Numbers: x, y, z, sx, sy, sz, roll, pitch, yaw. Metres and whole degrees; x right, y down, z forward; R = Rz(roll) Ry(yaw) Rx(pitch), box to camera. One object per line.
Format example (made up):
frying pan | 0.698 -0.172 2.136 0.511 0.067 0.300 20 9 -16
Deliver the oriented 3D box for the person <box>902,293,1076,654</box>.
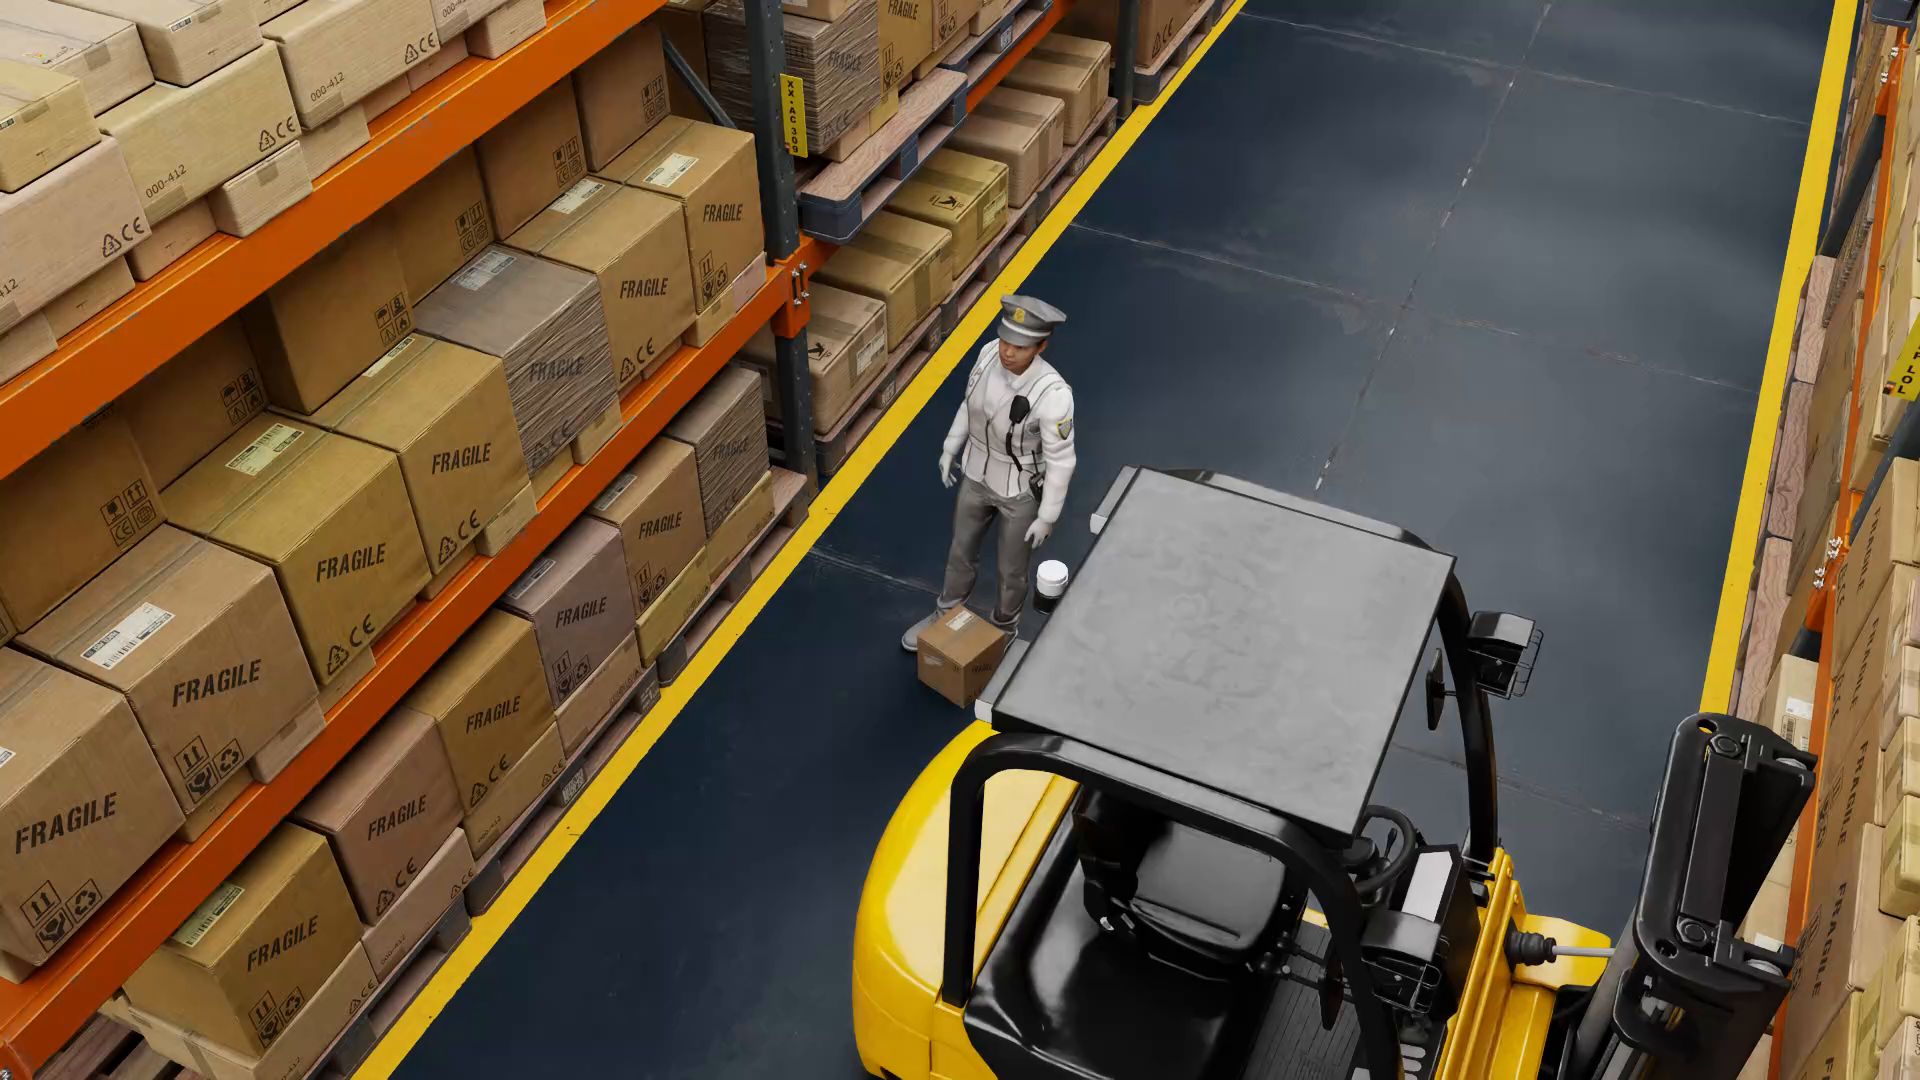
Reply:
person | 0.125 -0.186 6.327 0.587 1.694 0.529 33 52 31
